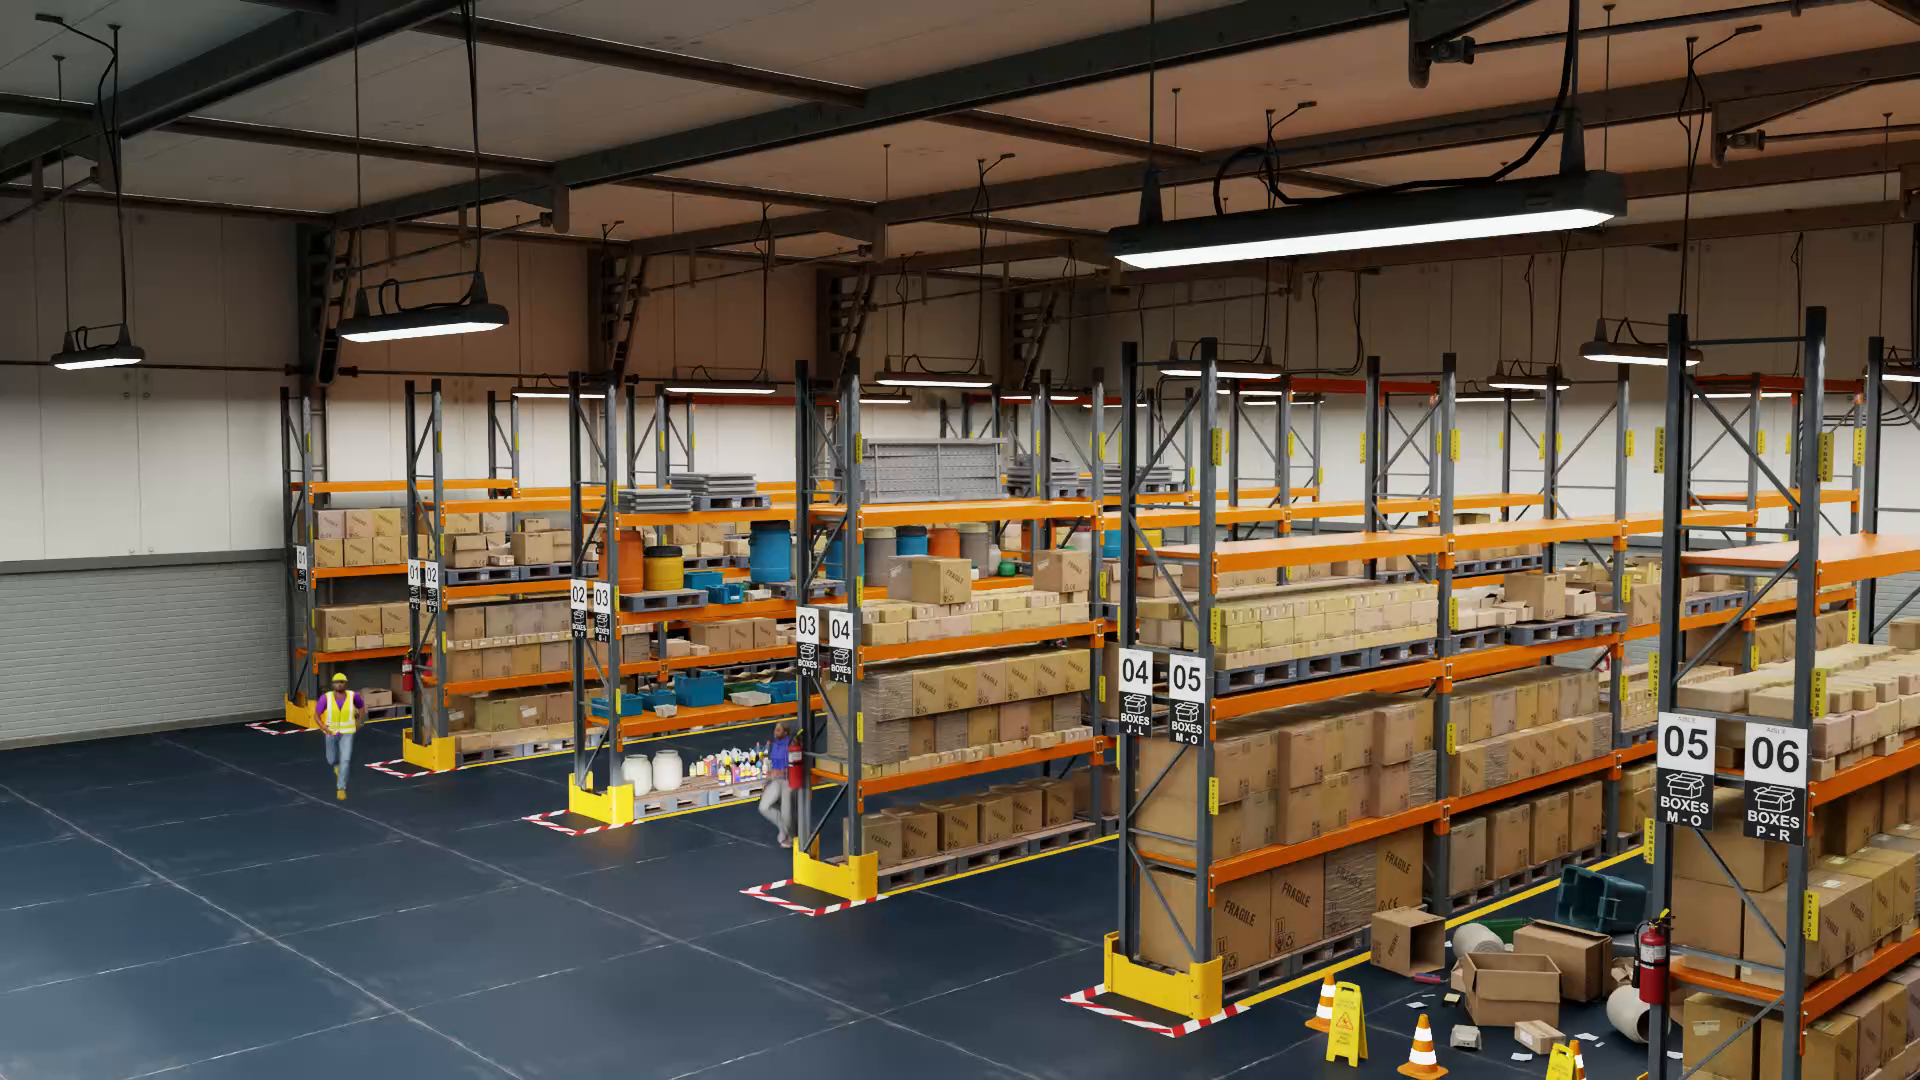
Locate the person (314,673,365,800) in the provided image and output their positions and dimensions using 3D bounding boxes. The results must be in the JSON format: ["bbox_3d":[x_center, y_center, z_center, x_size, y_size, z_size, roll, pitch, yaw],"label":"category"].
[{"bbox_3d":[-8.929,2.786,23.925,0.674,1.755,1.070,-1,4,-14],"label":"person"}]

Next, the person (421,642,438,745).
[{"bbox_3d":[-8.743,2.542,27.809,0.659,1.729,0.889,2,4,27],"label":"person"}]

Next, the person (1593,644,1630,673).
[{"bbox_3d":[11.524,2.447,29.374,0.707,1.730,0.582,-1,4,-20],"label":"person"}]

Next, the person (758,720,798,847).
[{"bbox_3d":[-2.201,3.033,20.650,0.575,1.608,0.612,3,5,42],"label":"person"}]
